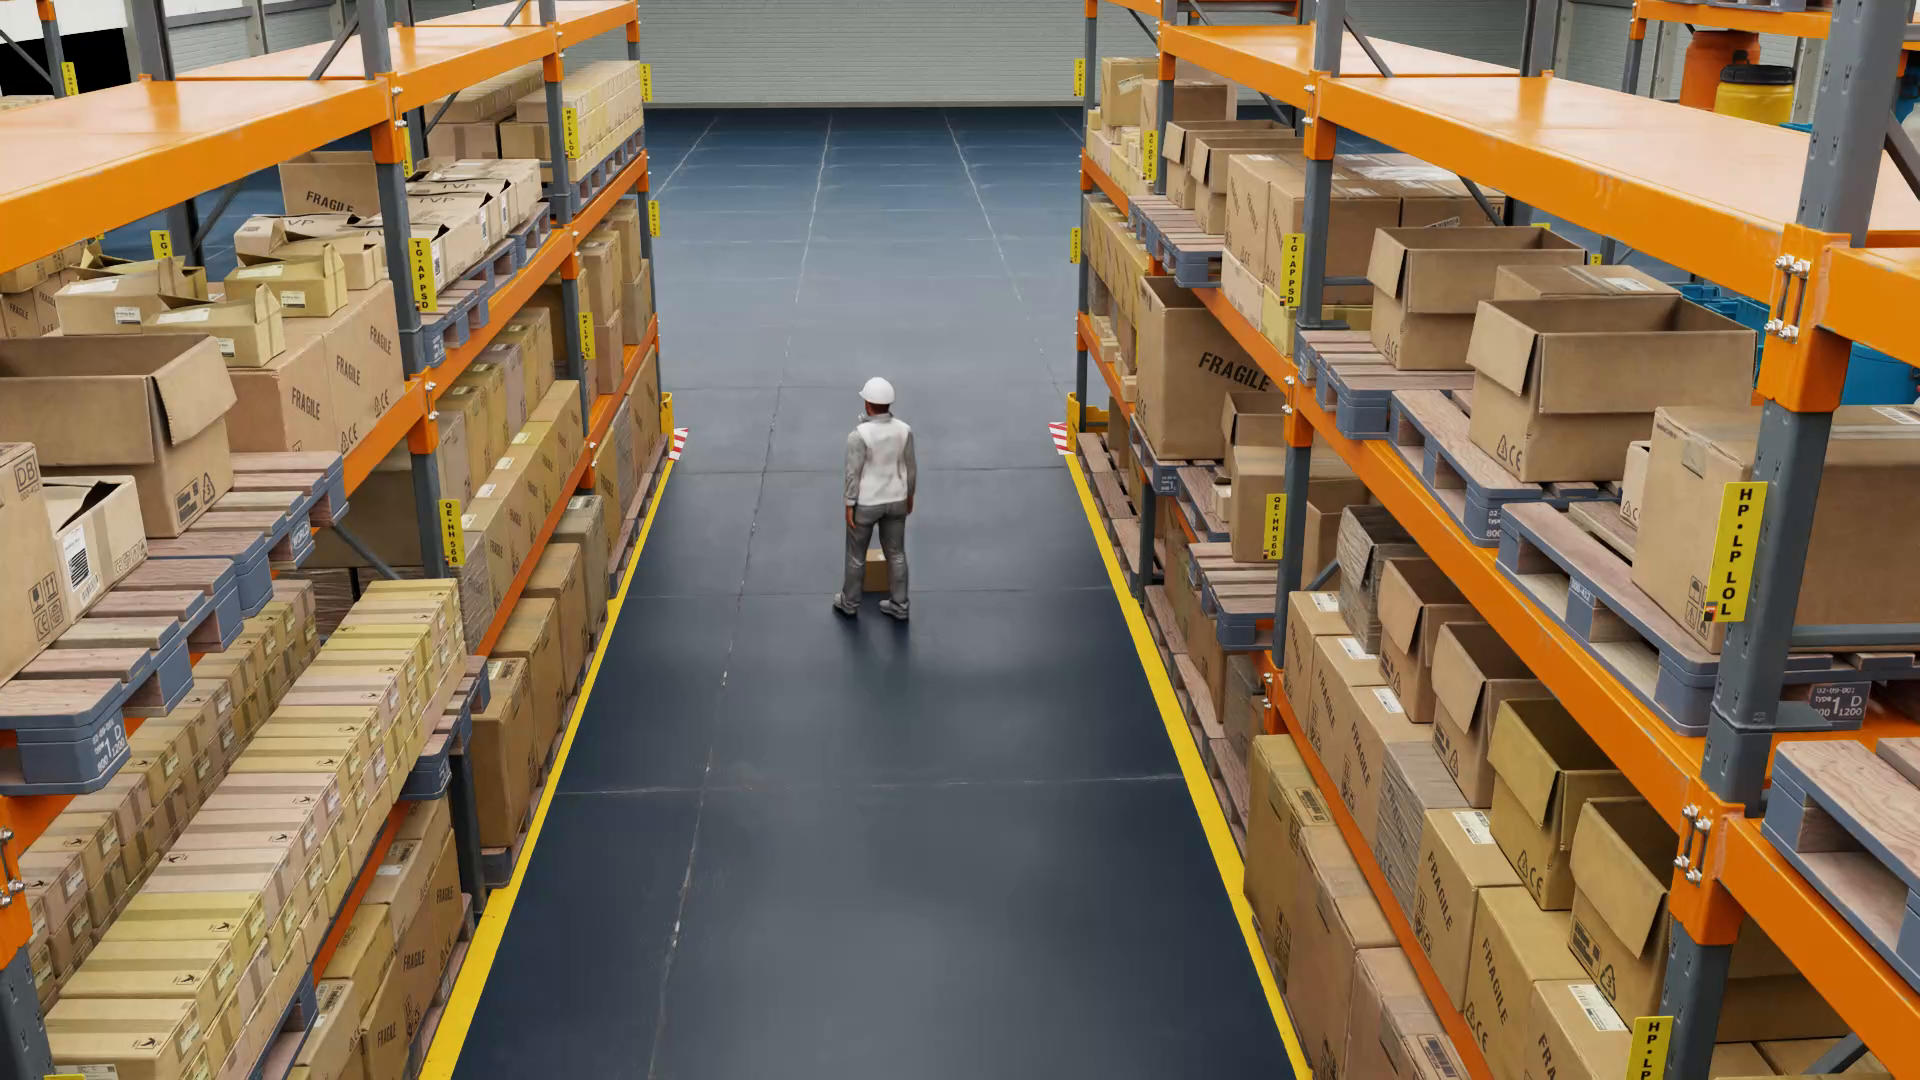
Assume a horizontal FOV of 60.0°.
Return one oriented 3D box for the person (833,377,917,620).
[{"bbox_3d":[-0.623,-0.315,11.870,0.572,1.770,0.583,-11,23,-27],"label":"person"}]
